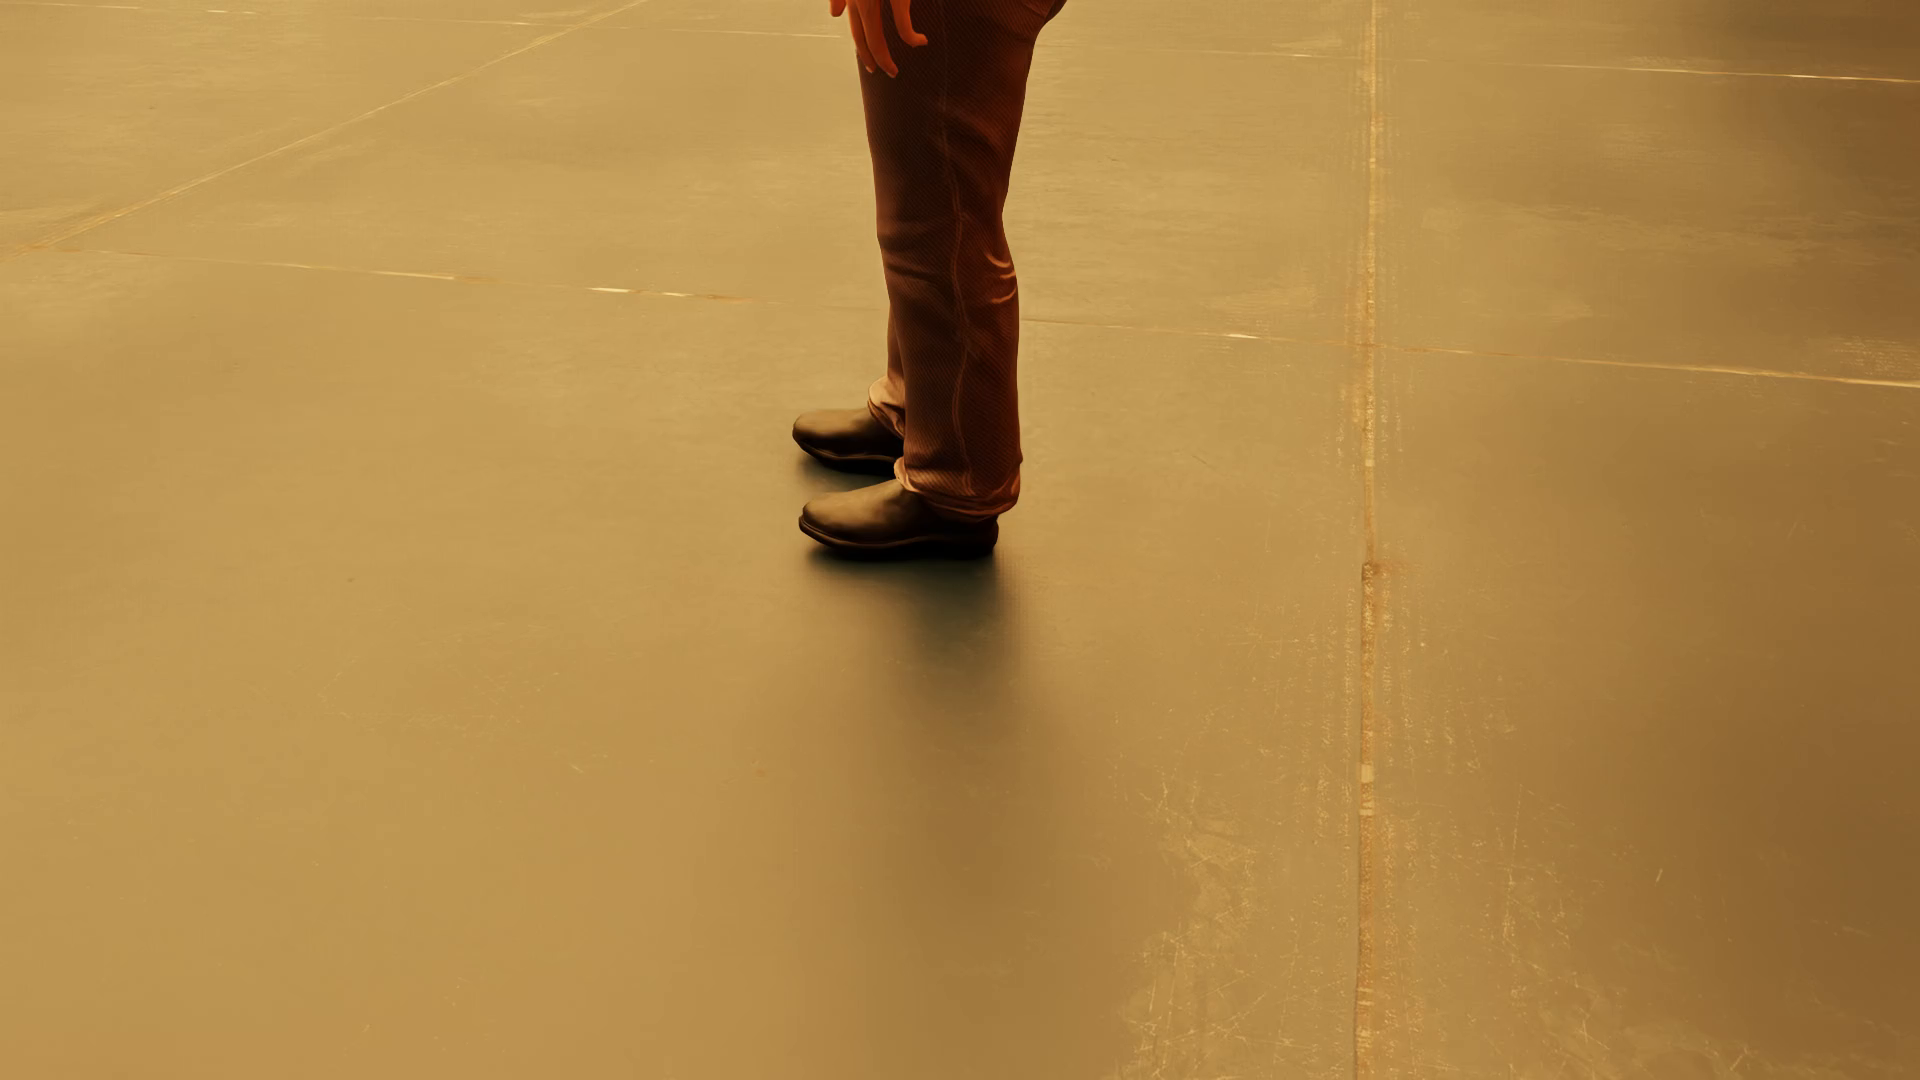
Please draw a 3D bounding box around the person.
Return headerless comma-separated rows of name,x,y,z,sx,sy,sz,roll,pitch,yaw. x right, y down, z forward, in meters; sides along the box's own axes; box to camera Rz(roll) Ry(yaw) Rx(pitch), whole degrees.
person,-0.060,-0.785,2.127,0.566,1.722,0.634,6,27,11
